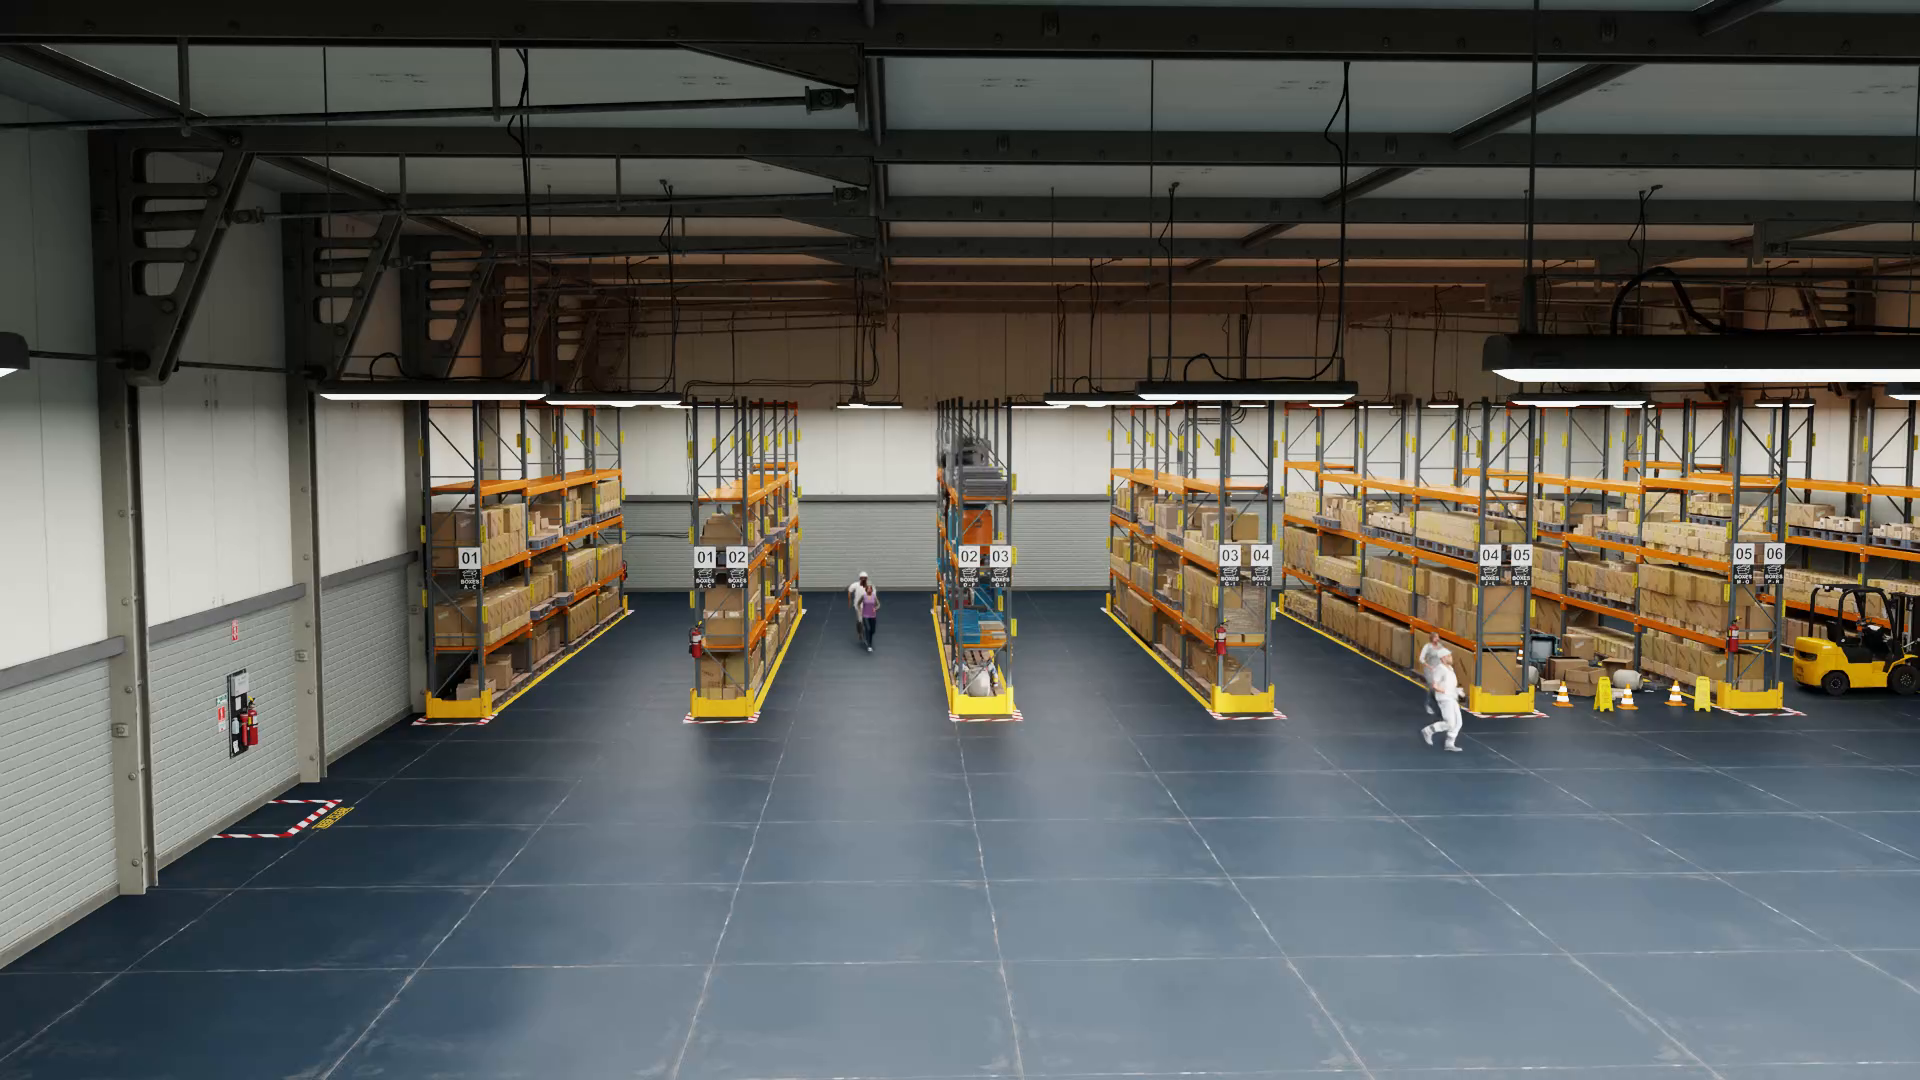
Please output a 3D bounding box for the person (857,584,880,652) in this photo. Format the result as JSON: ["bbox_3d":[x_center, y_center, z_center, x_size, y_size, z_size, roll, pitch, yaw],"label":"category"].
[{"bbox_3d":[-2.185,1.860,39.868,0.558,1.570,0.723,-1,5,-14],"label":"person"}]

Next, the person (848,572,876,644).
[{"bbox_3d":[-2.404,1.673,41.117,0.668,1.786,0.809,-1,5,-15],"label":"person"}]

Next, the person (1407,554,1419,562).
[{"bbox_3d":[13.312,1.069,49.268,0.658,1.709,0.644,0,4,6],"label":"person"}]

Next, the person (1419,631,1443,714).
[{"bbox_3d":[9.010,2.512,31.662,0.582,1.566,0.559,-1,5,-13],"label":"person"}]

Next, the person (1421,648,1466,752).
[{"bbox_3d":[8.158,2.689,28.039,0.667,1.739,0.657,3,5,36],"label":"person"}]
